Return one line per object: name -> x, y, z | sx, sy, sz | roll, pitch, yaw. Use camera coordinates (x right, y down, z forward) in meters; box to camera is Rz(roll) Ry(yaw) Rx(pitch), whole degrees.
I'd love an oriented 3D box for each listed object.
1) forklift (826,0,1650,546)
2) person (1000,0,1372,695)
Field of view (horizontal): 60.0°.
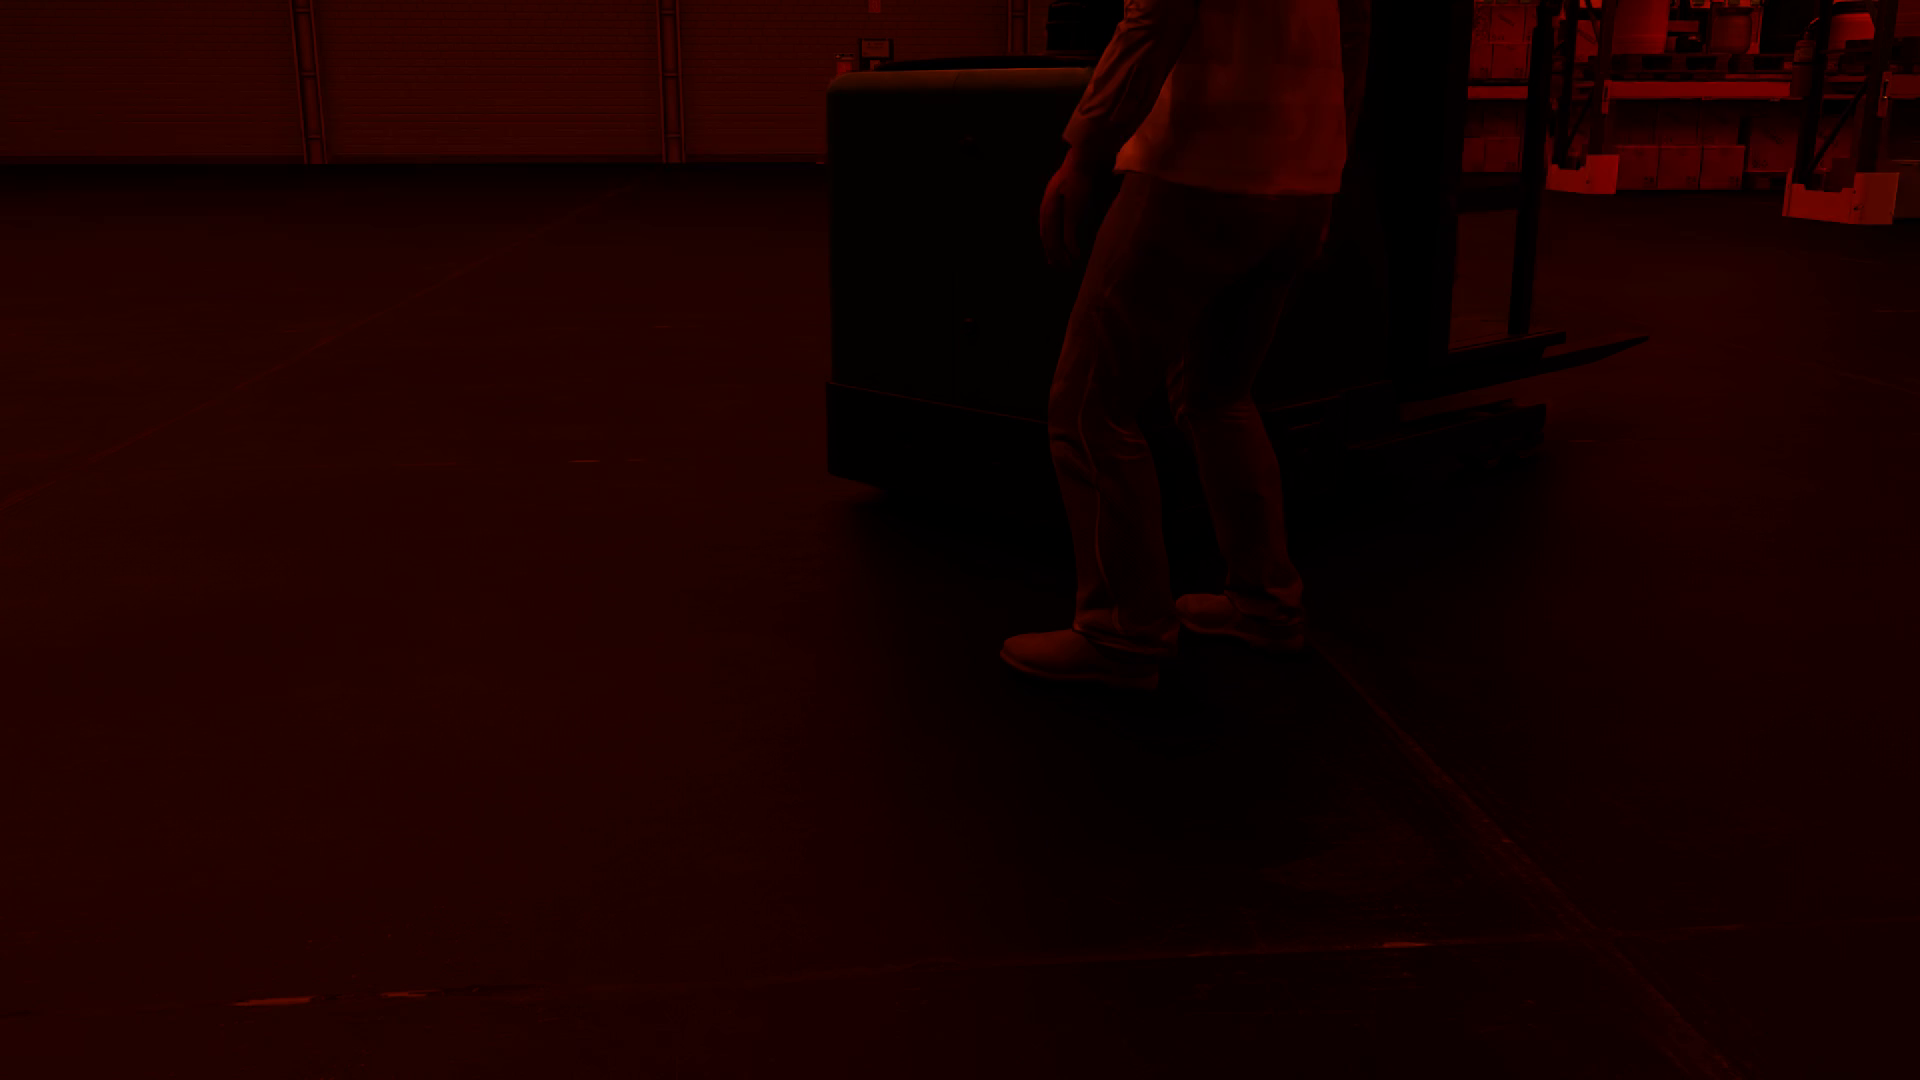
forklift -> 1.065, -1.702, 4.645 | 3.031, 2.935, 1.130 | -14, 20, -42
person -> 0.438, -0.632, 2.919 | 0.409, 1.745, 0.769 | 13, 19, 40
